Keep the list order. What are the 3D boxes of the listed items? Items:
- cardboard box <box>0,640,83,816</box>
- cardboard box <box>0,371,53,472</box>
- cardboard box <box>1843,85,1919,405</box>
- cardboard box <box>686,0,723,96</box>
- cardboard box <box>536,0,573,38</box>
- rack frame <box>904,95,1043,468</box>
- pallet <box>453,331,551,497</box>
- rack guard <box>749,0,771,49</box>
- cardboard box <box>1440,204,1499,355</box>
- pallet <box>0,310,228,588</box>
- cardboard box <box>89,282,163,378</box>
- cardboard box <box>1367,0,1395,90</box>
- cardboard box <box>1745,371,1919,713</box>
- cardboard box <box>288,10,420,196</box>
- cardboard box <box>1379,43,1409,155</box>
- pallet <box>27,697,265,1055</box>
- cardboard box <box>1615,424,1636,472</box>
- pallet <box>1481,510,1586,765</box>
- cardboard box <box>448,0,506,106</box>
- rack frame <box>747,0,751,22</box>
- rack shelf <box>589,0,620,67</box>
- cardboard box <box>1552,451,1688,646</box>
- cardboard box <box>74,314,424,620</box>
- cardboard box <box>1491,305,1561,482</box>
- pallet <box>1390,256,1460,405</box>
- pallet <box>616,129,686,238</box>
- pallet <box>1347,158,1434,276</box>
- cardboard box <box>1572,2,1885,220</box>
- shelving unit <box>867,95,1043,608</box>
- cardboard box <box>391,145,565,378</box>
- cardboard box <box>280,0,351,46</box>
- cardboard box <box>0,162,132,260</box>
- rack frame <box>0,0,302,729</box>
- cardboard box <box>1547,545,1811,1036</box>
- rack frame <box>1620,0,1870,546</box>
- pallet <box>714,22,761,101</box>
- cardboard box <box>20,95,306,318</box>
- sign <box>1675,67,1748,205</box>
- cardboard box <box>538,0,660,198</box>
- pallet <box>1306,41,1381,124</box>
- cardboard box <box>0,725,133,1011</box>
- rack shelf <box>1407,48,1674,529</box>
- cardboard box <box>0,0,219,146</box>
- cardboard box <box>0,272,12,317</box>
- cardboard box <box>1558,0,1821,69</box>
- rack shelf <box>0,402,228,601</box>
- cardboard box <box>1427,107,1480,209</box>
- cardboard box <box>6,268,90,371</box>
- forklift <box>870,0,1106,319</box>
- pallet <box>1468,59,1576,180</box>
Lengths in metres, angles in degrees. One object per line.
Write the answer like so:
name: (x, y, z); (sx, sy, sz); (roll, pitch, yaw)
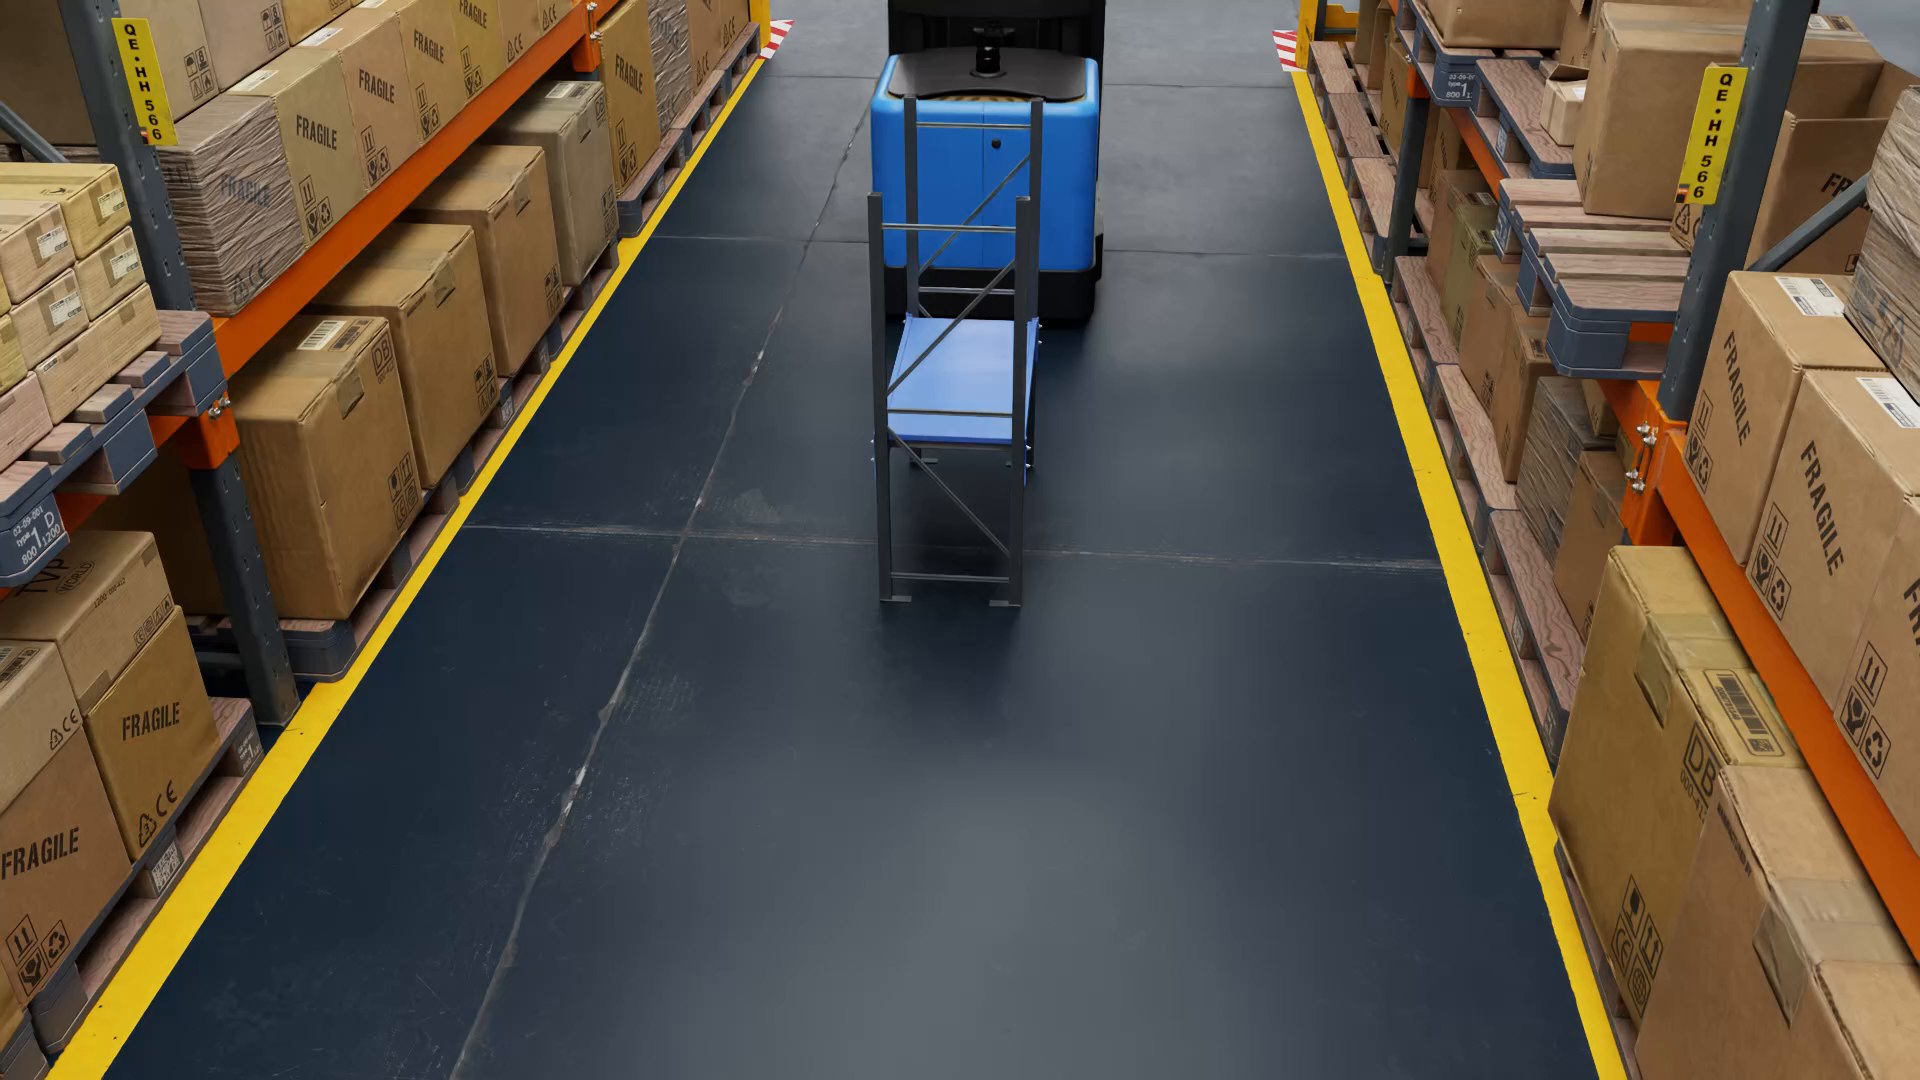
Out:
cardboard box: (-2.458, 0.469, 3.897); (0.500, 0.250, 0.500); (3, 32, 5)
cardboard box: (-2.257, -0.260, 3.653); (0.380, 0.149, 0.250); (3, 32, 5)
cardboard box: (2.227, -0.554, 3.238); (0.797, 0.503, 0.637); (3, 32, 6)
cardboard box: (-2.040, -3.370, 10.485); (0.875, 0.875, 0.875); (2, 32, 3)
cardboard box: (-2.083, -2.580, 7.483); (0.500, 0.500, 0.500); (2, 32, 4)
rack frame: (0.048, -0.949, 6.360); (0.500, 1.500, 0.032); (2, 32, 4)
pallet: (-2.392, -0.589, 7.004); (1.003, 0.211, 1.213); (2, 32, 4)
rack guard: (-1.980, -3.862, 12.040); (1.175, 0.500, 0.348); (2, 32, 4)
cardboard box: (2.499, -1.112, 7.158); (0.700, 0.500, 0.500); (2, 32, 4)
pallet: (-2.585, -0.272, 4.014); (1.213, 0.211, 1.003); (2, 32, 4)
cardboard box: (-2.215, -0.525, 4.081); (0.380, 0.149, 0.250); (3, 32, 5)
cardboard box: (2.872, -3.124, 10.442); (0.500, 0.500, 0.500); (11, 33, 17)
cardboard box: (1.952, 0.004, 3.289); (0.500, 0.500, 0.500); (2, 32, 3)
cardboard box: (-2.247, -1.526, 5.772); (0.500, 0.500, 0.500); (2, 32, 4)
cardboard box: (2.712, -2.507, 9.442); (0.500, 0.500, 0.500); (0, 32, 0)
pallet: (-2.698, 0.865, 4.645); (1.003, 0.211, 1.213); (2, 32, 4)
cardboard box: (2.327, -0.260, 5.061); (0.500, 0.250, 0.500); (4, 32, 6)
pallet: (2.367, 0.313, 5.541); (1.003, 0.211, 1.213); (2, 32, 4)
cardboard box: (-2.166, -2.052, 6.625); (0.500, 0.500, 0.500); (3, 32, 5)
rack frame: (-1.982, -4.914, 11.364); (1.000, 3.000, 0.127); (2, 32, 4)
rack shelf: (-2.144, -3.562, 9.856); (1.077, 0.370, 4.000); (2, 32, 4)
cardboard box: (2.337, 0.060, 5.257); (0.700, 0.500, 0.500); (1, 32, 1)
cardboard box: (-2.494, -0.266, 5.567); (1.050, 0.750, 0.750); (2, 32, 3)
cardboard box: (2.409, -0.527, 6.210); (0.700, 0.500, 0.500); (5, 32, 8)
pallet: (2.566, -0.963, 7.612); (1.003, 0.211, 1.213); (2, 32, 4)
pallet: (-2.167, -2.029, 9.342); (1.003, 0.211, 1.213); (2, 32, 4)
pallet: (2.647, -1.723, 8.845); (1.003, 0.211, 1.213); (2, 32, 4)
cardboard box: (2.252, -1.267, 4.952); (0.700, 0.500, 0.500); (7, 32, 11)
shelving unit: (0.007, -0.683, 5.929); (0.538, 1.500, 1.048); (2, 32, 4)
cardboard box: (-2.350, -1.210, 7.099); (1.050, 0.750, 0.750); (2, 32, 4)
cardboard box: (-2.507, -1.966, 5.533); (0.700, 0.500, 0.500); (2, 32, 3)
cardboard box: (-2.216, -0.780, 3.928); (0.380, 0.149, 0.250); (1, 32, 2)
rack frame: (-2.633, -0.730, 4.576); (1.000, 3.000, 0.127); (2, 32, 4)
cardboard box: (2.225, 0.620, 4.010); (1.225, 0.875, 0.875); (1, 32, 2)
rack frame: (2.302, -0.466, 4.147); (1.000, 3.000, 0.127); (2, 32, 4)
pallet: (-1.969, -3.305, 11.412); (1.003, 0.211, 1.213); (2, 32, 4)
cardboard box: (-2.327, -0.996, 4.912); (0.500, 0.500, 0.500); (3, 32, 5)
sign: (1.761, -0.943, 3.893); (0.100, 0.325, 0.005); (2, 32, 4)
cardboard box: (-2.186, -2.422, 8.946); (0.875, 0.875, 0.875); (3, 32, 5)
pallet: (2.846, -2.999, 10.915); (1.003, 0.211, 1.213); (2, 32, 4)
cardboard box: (-2.472, 0.782, 4.105); (0.500, 0.500, 0.500); (4, 32, 6)
rack shelf: (2.465, -1.205, 6.032); (1.077, 0.370, 4.000); (2, 32, 4)
cardboard box: (-2.586, -1.433, 4.668); (0.700, 0.500, 0.500); (2, 32, 4)
cardboard box: (-2.260, -0.511, 3.493); (0.380, 0.149, 0.250); (3, 32, 5)
cardboard box: (2.579, -1.870, 5.926); (0.797, 0.503, 0.637); (6, 32, 9)
rack shelf: (-2.796, 0.622, 3.068); (1.077, 0.370, 4.000); (2, 32, 4)
cardboard box: (2.700, -1.879, 8.423); (0.500, 0.500, 0.500); (2, 32, 2)
cardboard box: (-2.239, -0.511, 3.777); (0.380, 0.149, 0.250); (4, 32, 6)
forklift: (0.199, -3.027, 8.368); (1.130, 2.935, 3.031); (2, 32, 3)
pallet: (2.423, -1.421, 5.879); (1.003, 0.211, 1.213); (2, 32, 4)
